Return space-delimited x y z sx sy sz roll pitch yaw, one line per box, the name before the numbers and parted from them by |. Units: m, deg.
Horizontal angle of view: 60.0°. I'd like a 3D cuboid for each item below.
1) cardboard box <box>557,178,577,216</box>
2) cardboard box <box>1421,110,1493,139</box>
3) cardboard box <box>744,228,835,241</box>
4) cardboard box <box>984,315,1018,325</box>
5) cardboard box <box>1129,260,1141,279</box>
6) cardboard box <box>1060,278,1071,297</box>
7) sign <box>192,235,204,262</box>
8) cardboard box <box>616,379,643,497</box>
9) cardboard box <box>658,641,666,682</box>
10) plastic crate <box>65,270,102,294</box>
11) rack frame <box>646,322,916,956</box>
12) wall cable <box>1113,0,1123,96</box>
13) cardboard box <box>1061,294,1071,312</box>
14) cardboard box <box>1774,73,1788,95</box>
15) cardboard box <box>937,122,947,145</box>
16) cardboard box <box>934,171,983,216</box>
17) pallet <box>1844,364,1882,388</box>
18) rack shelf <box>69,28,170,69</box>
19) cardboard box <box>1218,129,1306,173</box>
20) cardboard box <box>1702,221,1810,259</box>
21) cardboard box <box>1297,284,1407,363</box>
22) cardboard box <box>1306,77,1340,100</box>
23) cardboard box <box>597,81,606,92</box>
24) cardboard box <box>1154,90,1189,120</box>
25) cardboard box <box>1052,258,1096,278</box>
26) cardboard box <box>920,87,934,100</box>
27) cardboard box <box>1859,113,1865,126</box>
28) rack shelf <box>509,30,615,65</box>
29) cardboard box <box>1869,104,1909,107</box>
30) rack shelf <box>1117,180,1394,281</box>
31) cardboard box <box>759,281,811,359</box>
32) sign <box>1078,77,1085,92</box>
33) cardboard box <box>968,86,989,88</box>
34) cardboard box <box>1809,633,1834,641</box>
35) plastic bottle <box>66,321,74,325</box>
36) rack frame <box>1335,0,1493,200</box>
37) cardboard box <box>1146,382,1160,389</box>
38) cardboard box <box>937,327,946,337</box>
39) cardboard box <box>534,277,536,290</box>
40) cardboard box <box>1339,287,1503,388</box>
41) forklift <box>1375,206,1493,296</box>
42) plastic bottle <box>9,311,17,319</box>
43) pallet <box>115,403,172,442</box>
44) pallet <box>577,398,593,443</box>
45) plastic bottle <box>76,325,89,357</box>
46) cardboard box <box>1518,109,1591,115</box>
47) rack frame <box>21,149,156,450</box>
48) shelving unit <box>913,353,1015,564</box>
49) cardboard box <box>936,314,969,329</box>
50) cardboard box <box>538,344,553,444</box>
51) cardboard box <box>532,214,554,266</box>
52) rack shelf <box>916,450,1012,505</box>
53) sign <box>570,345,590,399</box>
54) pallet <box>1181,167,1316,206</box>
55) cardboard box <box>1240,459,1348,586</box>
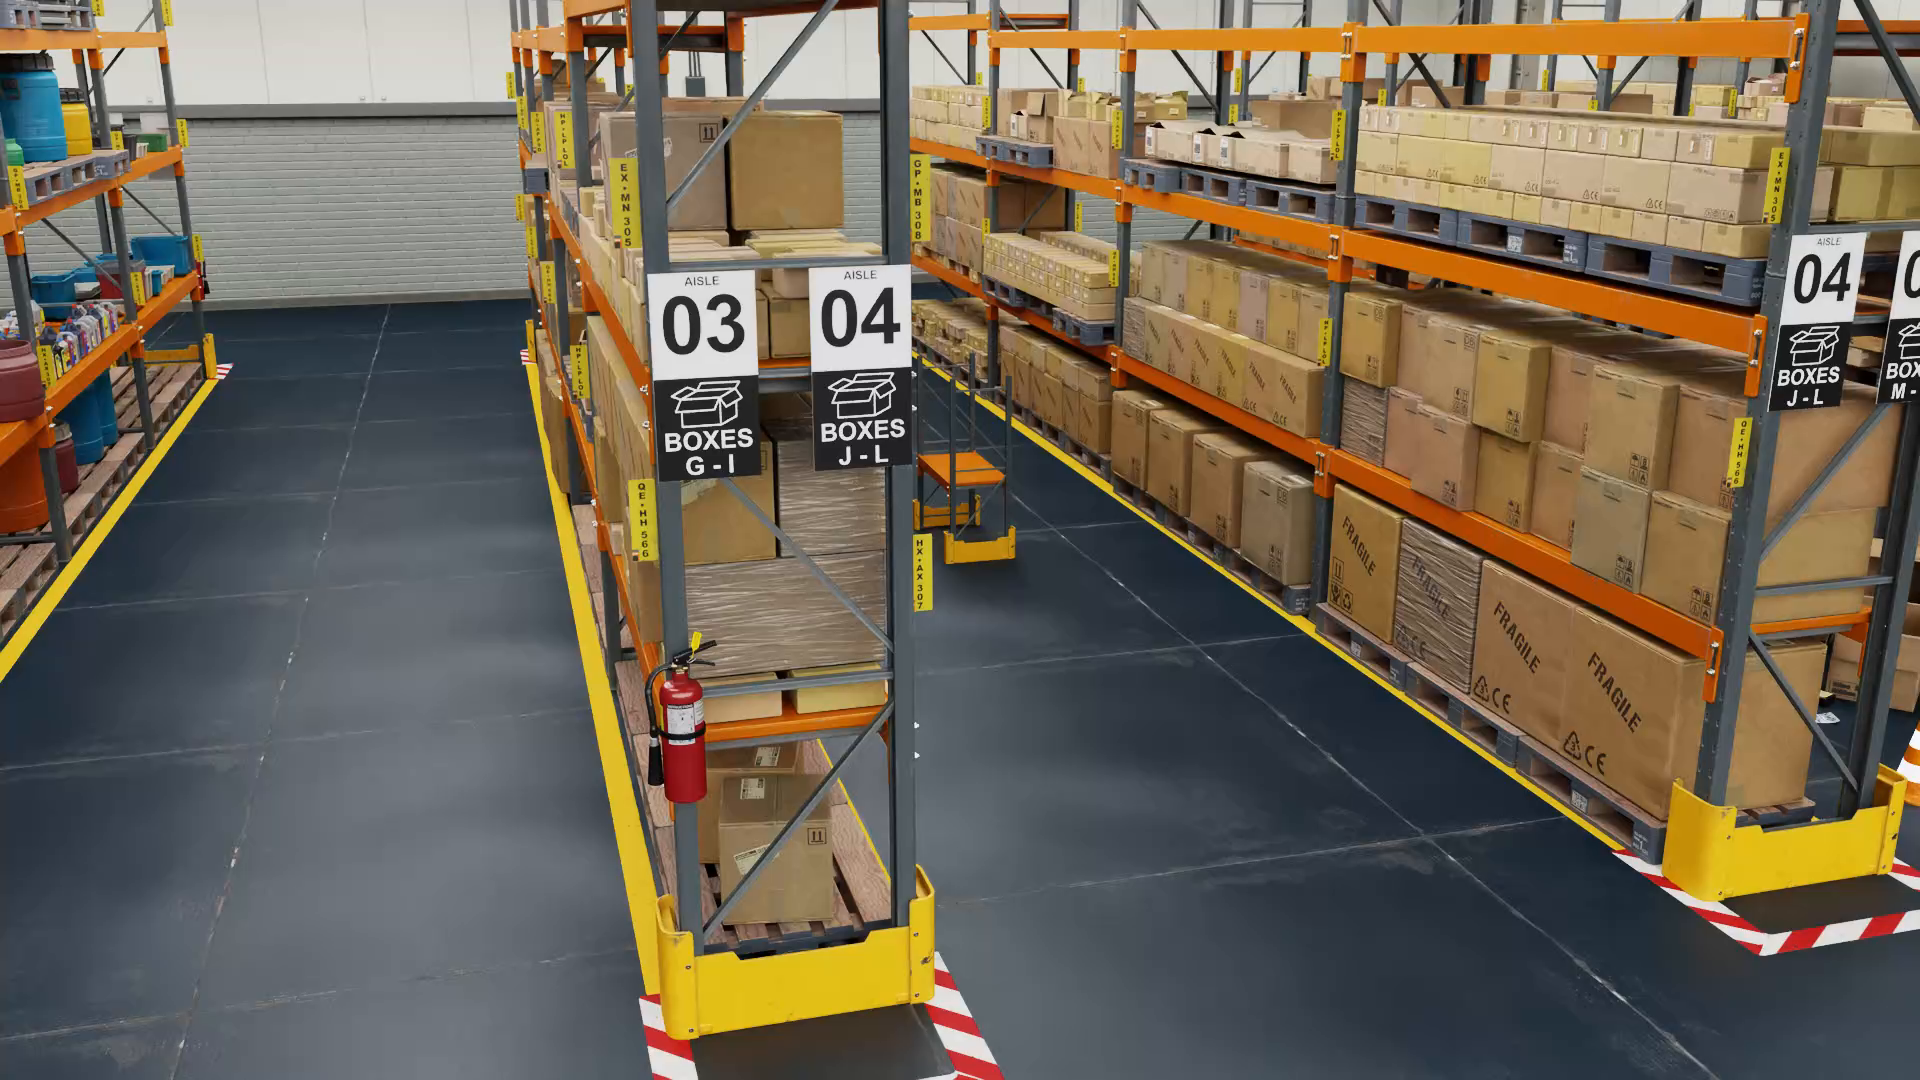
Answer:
cardboard box | -2.707 -2.552 12.281 0.500 0.250 0.500 -4 17 -14
cardboard box | 2.997 -2.488 9.952 0.380 0.149 0.250 -5 17 -16
cardboard box | -0.773 -1.346 7.573 0.380 0.149 0.250 -5 17 -15
cardboard box | 0.515 -2.758 21.112 0.380 0.149 0.250 -5 17 -15
cardboard box | 1.834 -2.636 16.187 0.380 0.149 0.250 -5 17 -16
cardboard box | 1.191 -2.455 16.102 0.380 0.149 0.250 -4 17 -14
sign | -9.319 -3.568 20.334 0.100 0.325 0.005 -5 17 -15
cardboard box | -1.351 -0.486 7.928 0.500 0.500 0.500 -5 17 -15
cardboard box | -1.147 0.515 7.459 0.380 0.149 0.250 -5 17 -15
plastic crate | -9.648 -2.849 18.410 0.416 0.233 0.300 -5 17 -15
rack frame | -0.684 0.592 6.768 1.000 3.000 0.127 -5 17 -15
wall cable | 2.613 -9.042 28.410 0.463 3.000 0.029 -5 17 -15
cardboard box | 1.199 -2.306 16.122 0.380 0.149 0.250 -4 17 -14
cardboard box | 10.468 -5.731 20.900 0.396 0.266 0.258 -5 17 -16
cardboard box | 0.019 -4.987 20.388 0.500 0.250 0.500 -5 17 -16
cardboard box | -0.006 -4.297 20.613 0.500 0.500 0.500 -5 18 -17
pallet | 7.675 -1.429 13.829 1.003 0.211 1.213 -5 17 -15
rack shelf | -9.294 -5.226 17.654 1.077 0.370 4.000 -5 17 -15
cardboard box | 2.320 -2.989 12.726 0.500 0.311 0.500 -5 18 -17
cardboard box | 3.696 -1.403 7.727 0.380 0.149 0.250 -5 17 -15
cardboard box | 2.871 -1.542 11.961 0.700 0.500 0.500 -5 17 -16
cardboard box | 4.857 -5.781 21.693 0.500 0.500 0.500 -4 17 -14
cardboard box | -4.405 -4.978 19.017 0.700 0.500 0.500 -4 17 -13
cardboard box | 1.926 -4.113 15.711 0.396 0.266 0.258 -5 17 -15
cardboard box | 1.123 -2.666 16.285 0.380 0.149 0.250 -4 17 -14
cardboard box | -0.291 -5.665 21.083 0.380 0.149 0.250 -4 17 -14
cardboard box | 10.465 -4.932 19.477 0.380 0.149 0.250 -4 17 -14
rack shelf | -4.531 -5.618 18.957 1.077 0.370 4.000 -5 17 -15
cardboard box | 7.823 -3.434 13.617 0.500 0.250 0.500 -5 17 -16
rack shelf | 2.464 -2.524 13.177 1.077 0.370 4.000 -5 17 -15
cardboard box | -0.568 -0.927 6.869 0.500 0.250 0.500 -4 17 -14
sign | 1.348 -5.009 18.617 0.100 0.325 0.005 -5 17 -15
cardboard box | 0.311 -5.713 21.242 0.380 0.149 0.250 -4 17 -14
cardboard box | 5.663 0.395 11.526 0.797 0.637 0.503 -5 17 -15
plastic bottle | -8.164 -1.898 15.280 0.097 0.271 0.097 0 17 0
rack frame | 3.014 -3.752 10.800 1.000 3.000 0.127 -5 17 -15
cardboard box | 1.958 -1.558 16.237 0.500 0.250 0.500 -6 18 -18
cardboard box | -0.083 -2.725 21.517 0.380 0.149 0.250 -6 18 -18
cardboard box | -4.664 -2.950 18.996 0.380 0.149 0.250 -4 17 -14
cardboard box | 3.082 -1.363 11.138 0.875 0.550 0.550 -5 17 -15
forklift | 4.540 -1.950 15.349 1.130 2.935 3.031 -5 17 -16
plastic bottle | -8.883 -2.017 15.668 0.152 0.276 0.135 -5 17 -15
pallet | -8.983 -1.201 17.582 1.003 0.211 1.213 -5 17 -15
pallet | -2.299 -0.985 12.350 1.003 0.211 1.213 -5 17 -15
plastic bottle | -7.878 -1.794 14.914 0.061 0.283 0.133 -5 17 -15
cardboard box | 3.627 -2.541 10.131 0.380 0.149 0.250 -4 17 -14
rack frame | -8.744 -2.336 16.514 1.000 3.000 0.127 -5 17 -15
shelving unit | 0.021 -0.697 13.666 0.587 1.500 1.083 -5 17 -15
cardboard box | -0.086 -2.784 21.199 0.380 0.149 0.250 -4 17 -14
cardboard box | -3.540 -1.488 16.656 1.225 0.875 0.875 -5 18 -17
cardboard box | -4.365 -3.263 18.042 0.500 0.500 0.500 -4 17 -14
rack shelf | 0.023 -0.522 13.709 0.538 0.185 1.000 -5 17 -15
sign | -2.316 -1.024 10.135 0.100 0.325 0.005 -5 17 -15
pallet | 2.452 -2.848 13.334 1.003 0.211 1.213 -4 17 -13
cardboard box | 2.756 -0.167 12.474 1.050 0.750 0.750 -5 17 -16
